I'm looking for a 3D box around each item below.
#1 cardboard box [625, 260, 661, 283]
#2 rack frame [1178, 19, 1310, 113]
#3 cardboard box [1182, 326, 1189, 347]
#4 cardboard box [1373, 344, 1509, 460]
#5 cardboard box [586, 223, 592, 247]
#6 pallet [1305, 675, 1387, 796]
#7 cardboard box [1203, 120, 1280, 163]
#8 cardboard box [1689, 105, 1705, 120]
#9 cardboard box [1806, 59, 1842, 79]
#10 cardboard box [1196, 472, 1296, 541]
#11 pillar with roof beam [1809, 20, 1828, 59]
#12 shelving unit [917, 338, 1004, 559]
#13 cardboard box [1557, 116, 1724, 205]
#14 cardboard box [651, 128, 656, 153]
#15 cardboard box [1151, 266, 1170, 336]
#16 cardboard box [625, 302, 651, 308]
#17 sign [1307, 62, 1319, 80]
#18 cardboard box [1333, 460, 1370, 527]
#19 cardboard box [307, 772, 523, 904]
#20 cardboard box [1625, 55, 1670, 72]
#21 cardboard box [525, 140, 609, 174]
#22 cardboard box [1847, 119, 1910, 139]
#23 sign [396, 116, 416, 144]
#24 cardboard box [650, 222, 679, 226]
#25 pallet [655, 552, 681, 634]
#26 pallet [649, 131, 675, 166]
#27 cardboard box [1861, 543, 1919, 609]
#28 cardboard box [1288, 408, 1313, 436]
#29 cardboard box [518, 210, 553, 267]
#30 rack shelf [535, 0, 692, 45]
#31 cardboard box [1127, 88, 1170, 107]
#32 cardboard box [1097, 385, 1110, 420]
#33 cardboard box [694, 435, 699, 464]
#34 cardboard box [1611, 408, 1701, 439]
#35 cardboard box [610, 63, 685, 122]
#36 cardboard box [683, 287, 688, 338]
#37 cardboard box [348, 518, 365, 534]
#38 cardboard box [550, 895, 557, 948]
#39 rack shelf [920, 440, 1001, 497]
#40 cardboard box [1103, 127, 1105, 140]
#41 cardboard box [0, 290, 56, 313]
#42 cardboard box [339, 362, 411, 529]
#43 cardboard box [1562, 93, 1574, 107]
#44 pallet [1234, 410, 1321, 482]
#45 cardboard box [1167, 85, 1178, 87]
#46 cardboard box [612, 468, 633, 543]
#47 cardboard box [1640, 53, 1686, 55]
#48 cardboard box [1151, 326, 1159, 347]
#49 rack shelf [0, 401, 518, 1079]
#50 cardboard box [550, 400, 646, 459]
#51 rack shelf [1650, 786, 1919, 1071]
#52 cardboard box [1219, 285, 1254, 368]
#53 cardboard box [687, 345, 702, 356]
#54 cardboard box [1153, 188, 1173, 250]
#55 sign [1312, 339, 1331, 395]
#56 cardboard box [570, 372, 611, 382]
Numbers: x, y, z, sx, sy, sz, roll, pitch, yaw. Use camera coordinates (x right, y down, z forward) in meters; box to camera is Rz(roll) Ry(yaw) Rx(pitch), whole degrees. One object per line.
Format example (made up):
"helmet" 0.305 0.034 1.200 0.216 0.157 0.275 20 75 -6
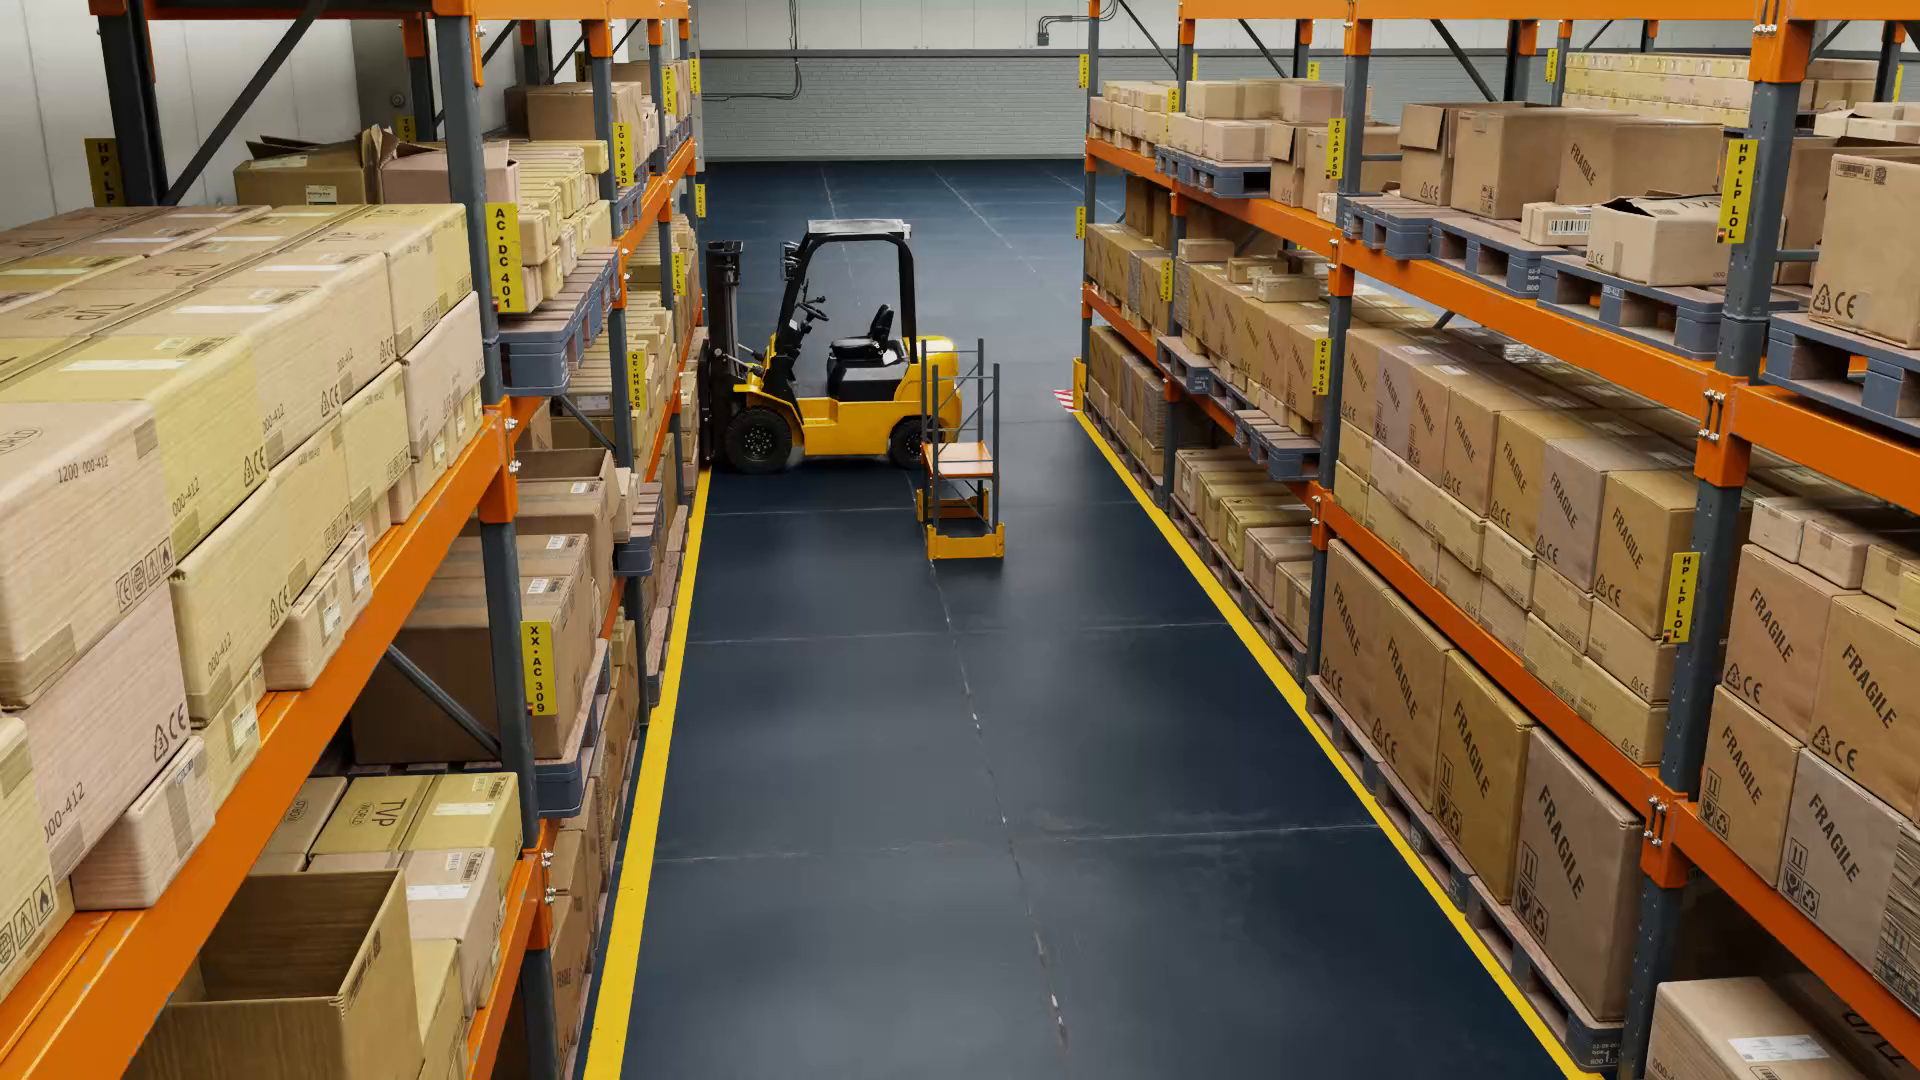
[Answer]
"cardboard box" -2.472 -2.138 13.232 0.380 0.149 0.250 -1 17 -5
"rack frame" 2.202 -4.551 12.650 1.000 3.000 0.127 -2 18 -6
"cardboard box" 1.945 -1.595 12.968 0.380 0.149 0.250 -2 17 -5
"cardboard box" 2.483 -0.720 8.626 0.500 0.500 0.500 -2 18 -5
"cardboard box" -1.923 -1.258 7.419 0.500 0.250 0.500 -2 18 -6
"pallet" 2.621 1.071 9.415 1.003 0.211 1.213 -2 18 -6
"cardboard box" 1.991 -2.762 11.508 0.500 0.250 0.500 -2 18 -6
"cardboard box" 6.679 -3.758 14.683 0.380 0.149 0.250 -2 18 -5
"cardboard box" 7.389 -4.007 14.144 0.380 0.149 0.250 -2 18 -6
"cardboard box" 2.336 -0.265 12.700 0.950 0.372 0.625 -1 17 -2
"pillar with roof beam" 19.984 -15.131 46.351 9.100 9.000 0.400 -2 18 -6
"shelving unit" -0.008 -0.738 13.025 0.587 1.500 1.083 -2 18 -6
"cardboard box" 3.085 -1.660 7.581 0.500 0.500 0.500 -2 18 -5
"cardboard box" -2.319 -2.775 11.553 0.380 0.149 0.250 -2 18 -6
"cardboard box" 1.909 -2.003 13.886 0.500 0.500 0.500 -2 18 -7
"cardboard box" -2.461 -1.646 12.162 0.380 0.149 0.250 -2 18 -6
"sign" 2.754 -3.573 13.021 0.100 0.325 0.005 -2 18 -6
"cardboard box" 2.415 -0.272 9.286 0.500 0.250 0.500 -2 18 -7
"cardboard box" -1.614 0.923 4.983 0.500 0.250 0.500 -1 17 -4
"cardboard box" 6.551 -4.515 15.764 0.380 0.149 0.250 -2 18 -6
"cardboard box" -1.992 -1.941 8.432 0.380 0.149 0.250 -1 17 -4
"cardboard box" 6.976 -3.115 12.634 0.250 0.149 0.380 -2 18 -6
"sign" -2.875 -2.044 8.675 0.100 0.325 0.005 -2 18 -6
"cardboard box" -2.839 -2.899 15.657 0.380 0.149 0.250 -2 18 -5
"pallet" -2.491 0.379 11.619 1.003 0.211 1.213 -2 18 -6
"pallet" -2.848 -3.177 13.428 1.003 0.211 1.213 -2 18 -6
"cardboard box" 2.913 0.113 4.889 0.380 0.149 0.250 -2 18 -6
"cardboard box" 2.247 -0.746 10.263 0.380 0.149 0.250 -2 17 -5
"cardboard box" -1.504 -0.955 5.257 0.380 0.149 0.250 -1 17 -4
"rack shelf" -2.941 -4.458 14.224 1.077 0.370 4.000 -2 18 -6
"cardboard box" 1.698 -3.927 14.759 0.380 0.149 0.250 -2 17 -5
"cardboard box" 1.643 -1.368 16.416 0.500 0.250 0.500 -1 17 -4
"cardboard box" -2.523 -0.728 14.378 0.500 0.250 0.500 -2 18 -7
"cardboard box" 3.139 -0.270 7.194 0.500 0.500 0.500 -2 18 -7
"cardboard box" -2.853 -4.020 14.933 0.700 0.500 0.500 -2 18 -5
"cardboard box" -2.644 -2.028 14.462 0.500 0.500 0.500 -2 18 -6
"cardboard box" -1.486 0.018 3.524 0.380 0.149 0.250 -2 18 -5
"cardboard box" -1.682 1.417 6.046 0.380 0.149 0.250 -1 17 -3
"rack shelf" -0.009 -0.569 13.087 0.538 0.185 1.000 -2 18 -6
"cardboard box" 1.617 -4.008 16.346 0.380 0.149 0.250 -2 18 -7
"cardboard box" -1.962 -0.281 2.976 0.500 0.250 0.500 -2 18 -6
"cardboard box" -1.505 -0.209 3.581 0.500 0.250 0.500 -1 17 -4
"cardboard box" 6.419 -4.511 17.081 0.380 0.149 0.250 -2 18 -5
"pallet" 2.435 -0.615 10.447 1.213 0.211 1.003 -2 18 -6
"cardboard box" 2.144 -4.177 15.554 0.380 0.149 0.250 -2 18 -6
"cardboard box" -1.891 -0.167 8.251 0.500 0.250 0.500 -3 18 -8
"cardboard box" 7.099 -4.839 16.795 0.380 0.149 0.250 -2 18 -5
"cardboard box" 1.833 -1.729 14.097 0.380 0.149 0.250 -1 17 -4
"rack shelf" -1.703 0.357 3.225 1.077 0.370 4.000 -2 18 -6
"cardboard box" -2.100 -0.650 9.656 0.500 0.250 0.500 -2 18 -6
"rack shelf" 3.234 1.634 4.166 1.077 0.370 4.000 -2 18 -6
"cardboard box" 2.119 -1.481 11.521 0.500 0.500 0.500 -2 18 -8
"cardboard box" -2.669 -1.662 15.684 0.500 0.250 0.500 -2 17 -5
"cardboard box" 2.173 -2.949 15.230 0.700 0.500 0.500 -2 18 -6
"sign" 2.076 -0.992 9.529 0.100 0.325 0.005 -2 18 -6
"cardboard box" -2.091 -0.883 9.733 0.380 0.149 0.250 -1 17 -4
